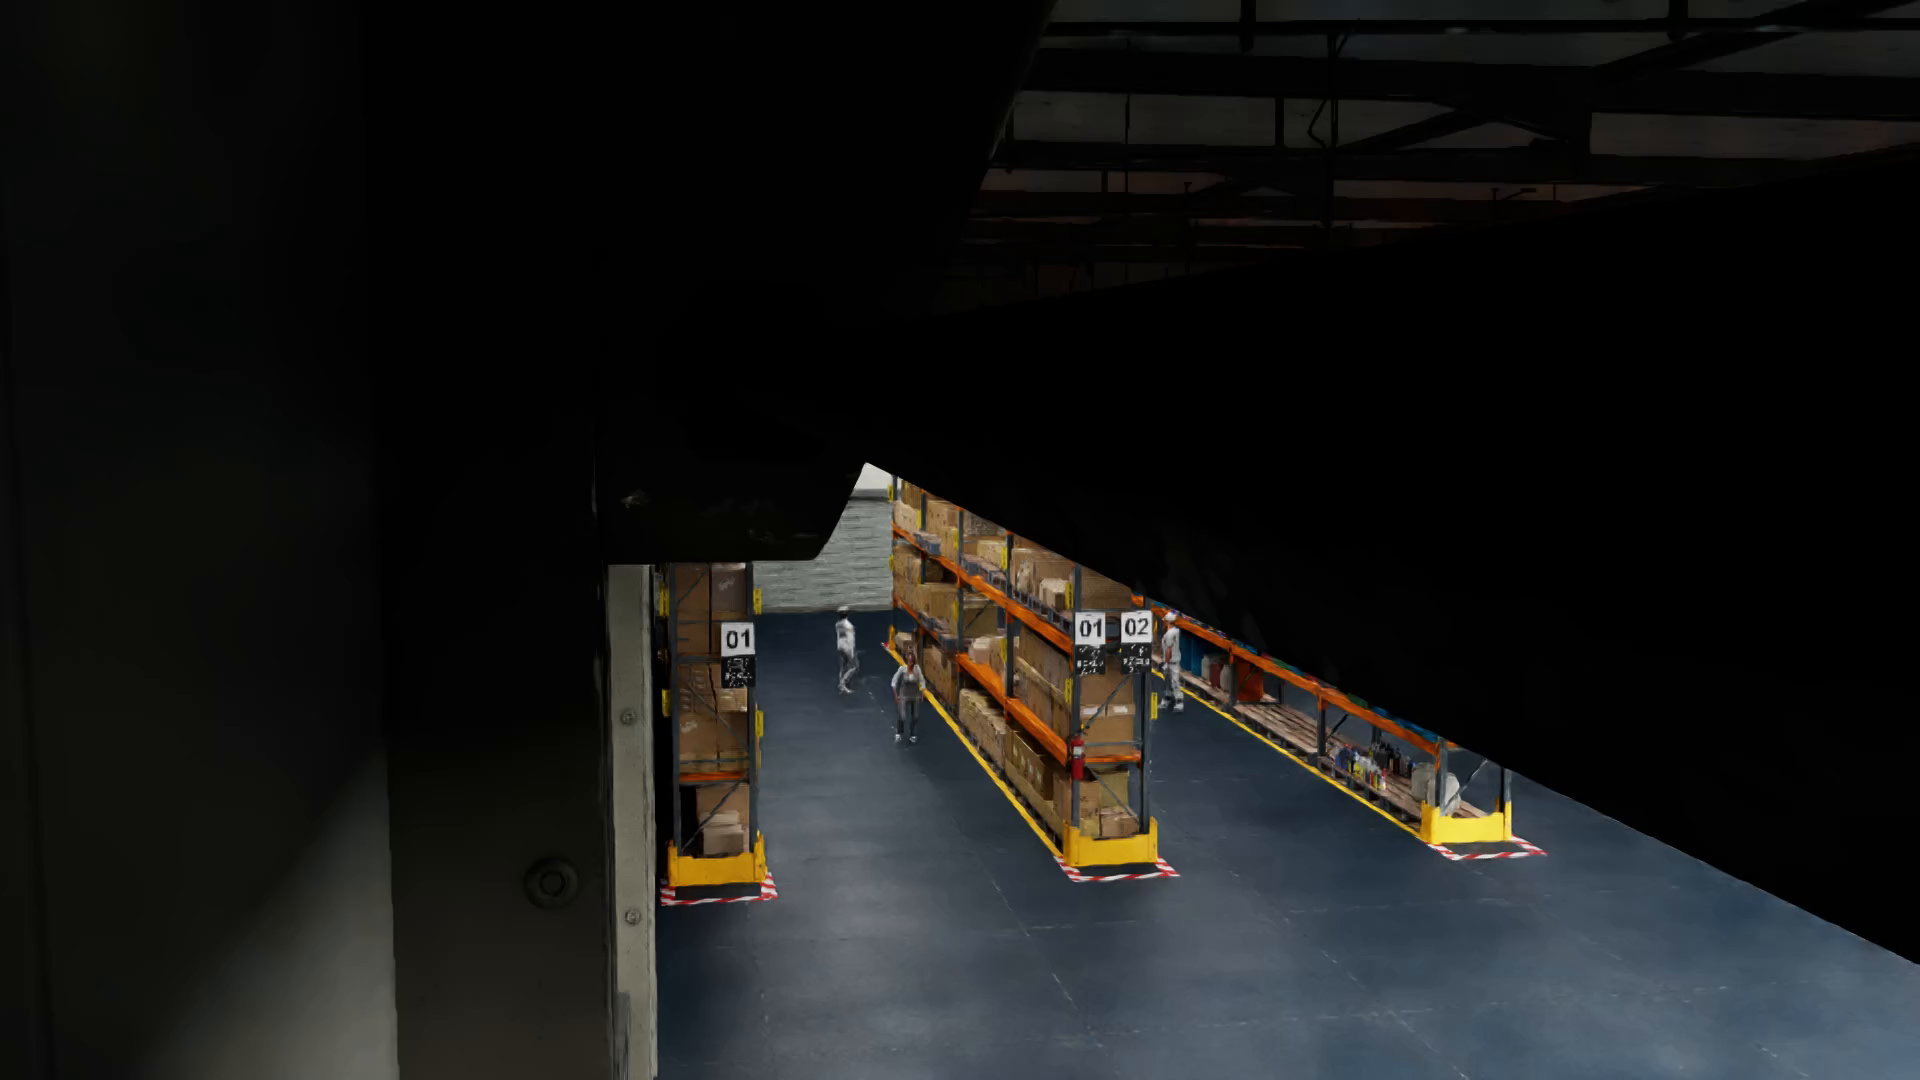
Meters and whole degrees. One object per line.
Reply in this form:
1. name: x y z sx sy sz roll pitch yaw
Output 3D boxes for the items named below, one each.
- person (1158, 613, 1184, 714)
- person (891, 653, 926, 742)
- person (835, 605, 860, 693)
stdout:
1. person: 3.753 2.192 29.956 0.586 1.784 0.666 1 6 11
2. person: -0.854 2.601 27.516 0.566 1.541 0.519 -1 6 -13
3. person: -2.171 2.088 31.567 0.382 1.675 0.516 -5 8 -38
